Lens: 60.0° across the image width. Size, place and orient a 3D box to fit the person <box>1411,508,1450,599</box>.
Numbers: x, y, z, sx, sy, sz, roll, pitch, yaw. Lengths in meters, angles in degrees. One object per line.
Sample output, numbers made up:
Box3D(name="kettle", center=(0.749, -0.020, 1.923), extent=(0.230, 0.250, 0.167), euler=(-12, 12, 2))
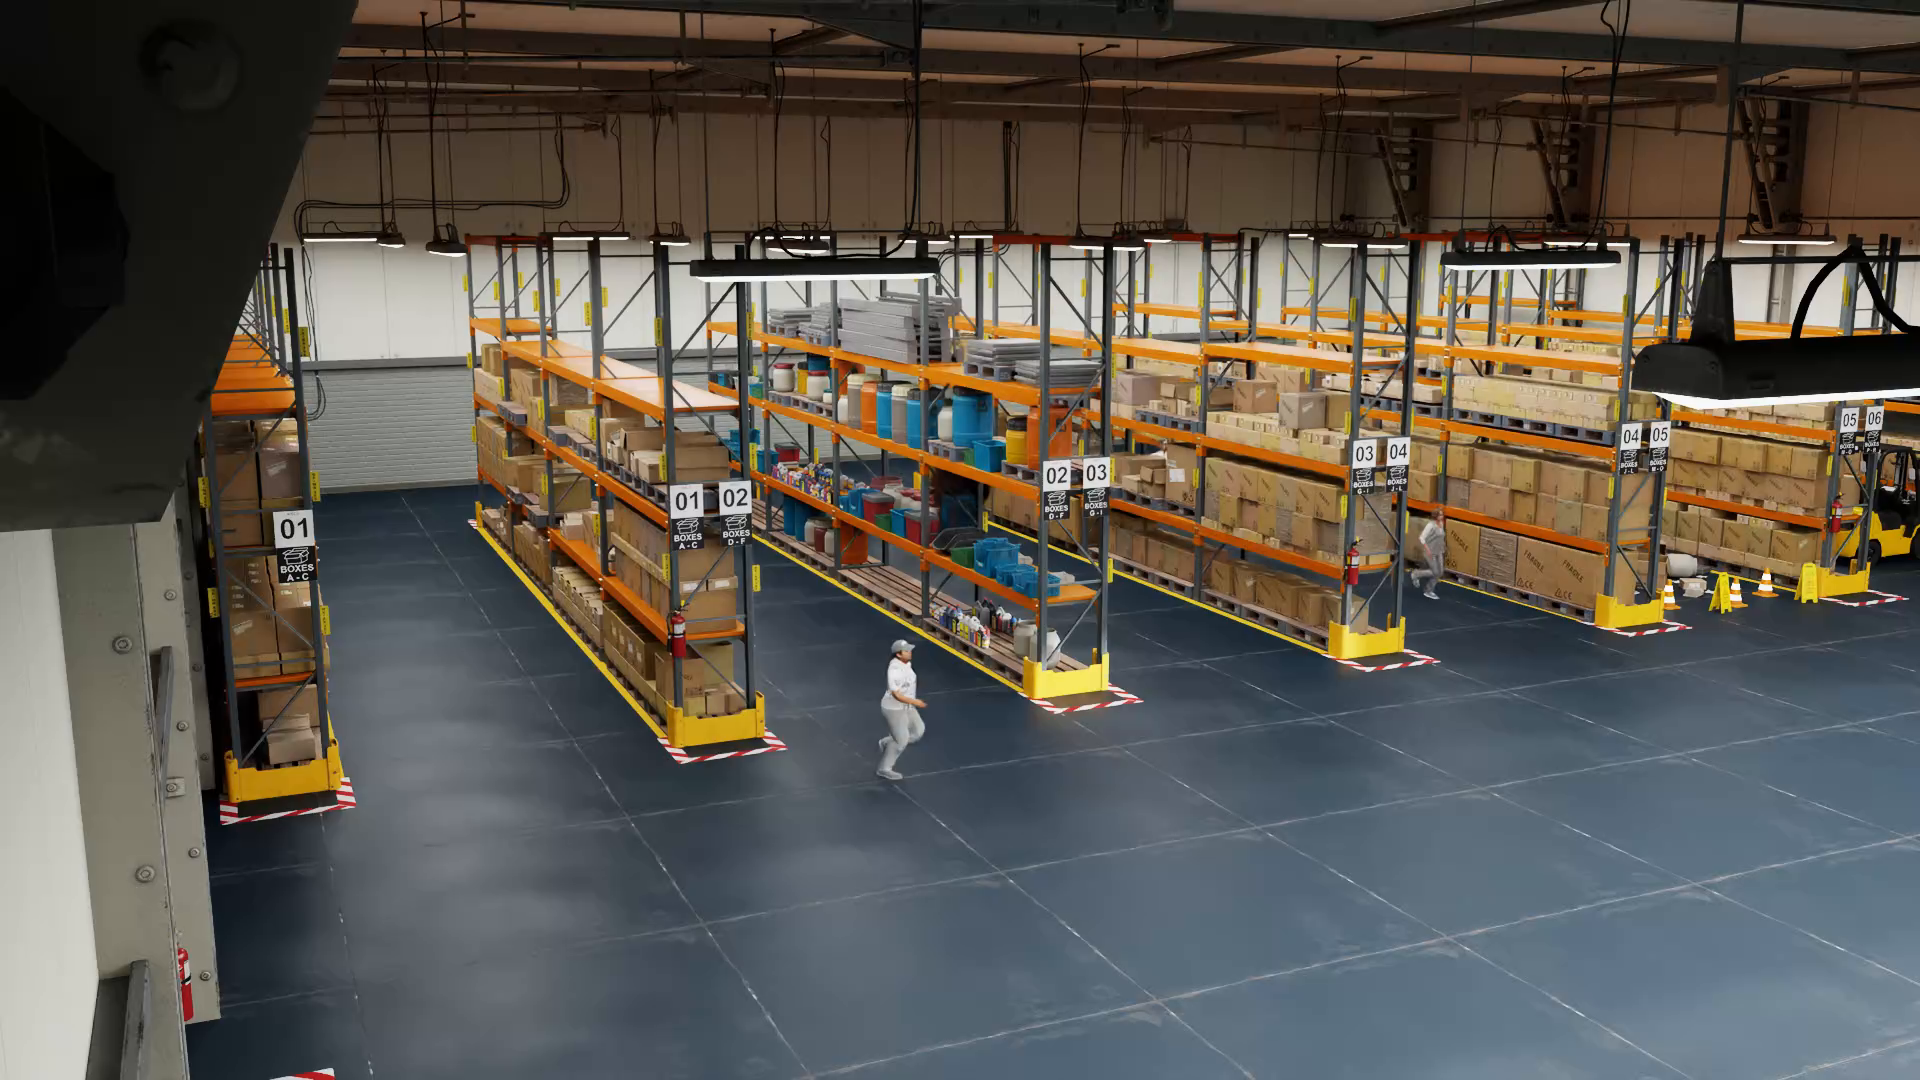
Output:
Box3D(name="person", center=(7.932, 0.261, 28.031), extent=(0.523, 1.457, 0.574), euler=(-8, 14, -37))

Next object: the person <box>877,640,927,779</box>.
Box3D(name="person", center=(-0.652, 1.919, 19.012), extent=(0.598, 1.626, 0.631), euler=(2, 11, 11))

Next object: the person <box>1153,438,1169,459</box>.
Box3D(name="person", center=(4.338, -1.347, 35.653), extent=(0.637, 1.712, 0.815), euler=(-5, 12, -22))
